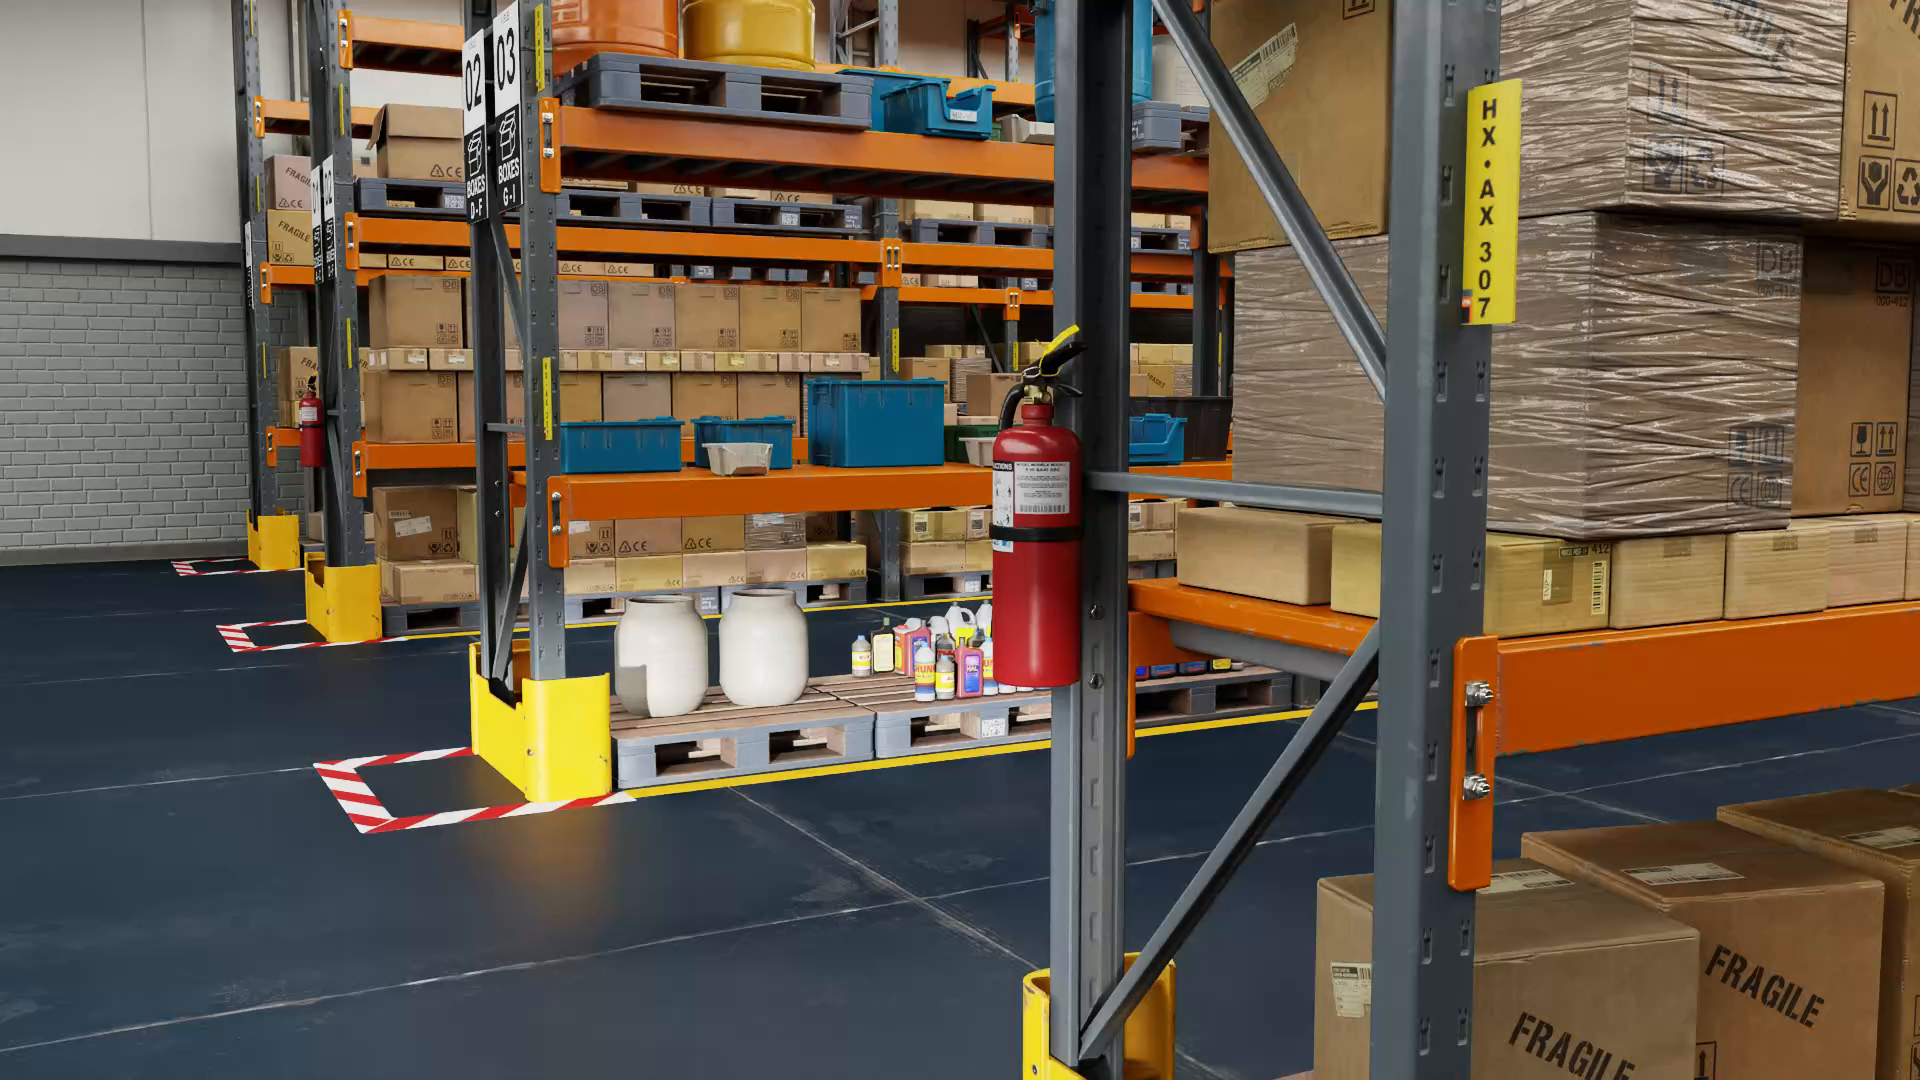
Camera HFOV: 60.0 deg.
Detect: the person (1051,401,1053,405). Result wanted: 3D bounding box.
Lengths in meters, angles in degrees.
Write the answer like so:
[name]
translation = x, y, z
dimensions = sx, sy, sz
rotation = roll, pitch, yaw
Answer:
[person]
translation = 0.559, -0.119, 11.029
dimensions = 0.350, 1.591, 0.468
rotation = -3, 6, -29
